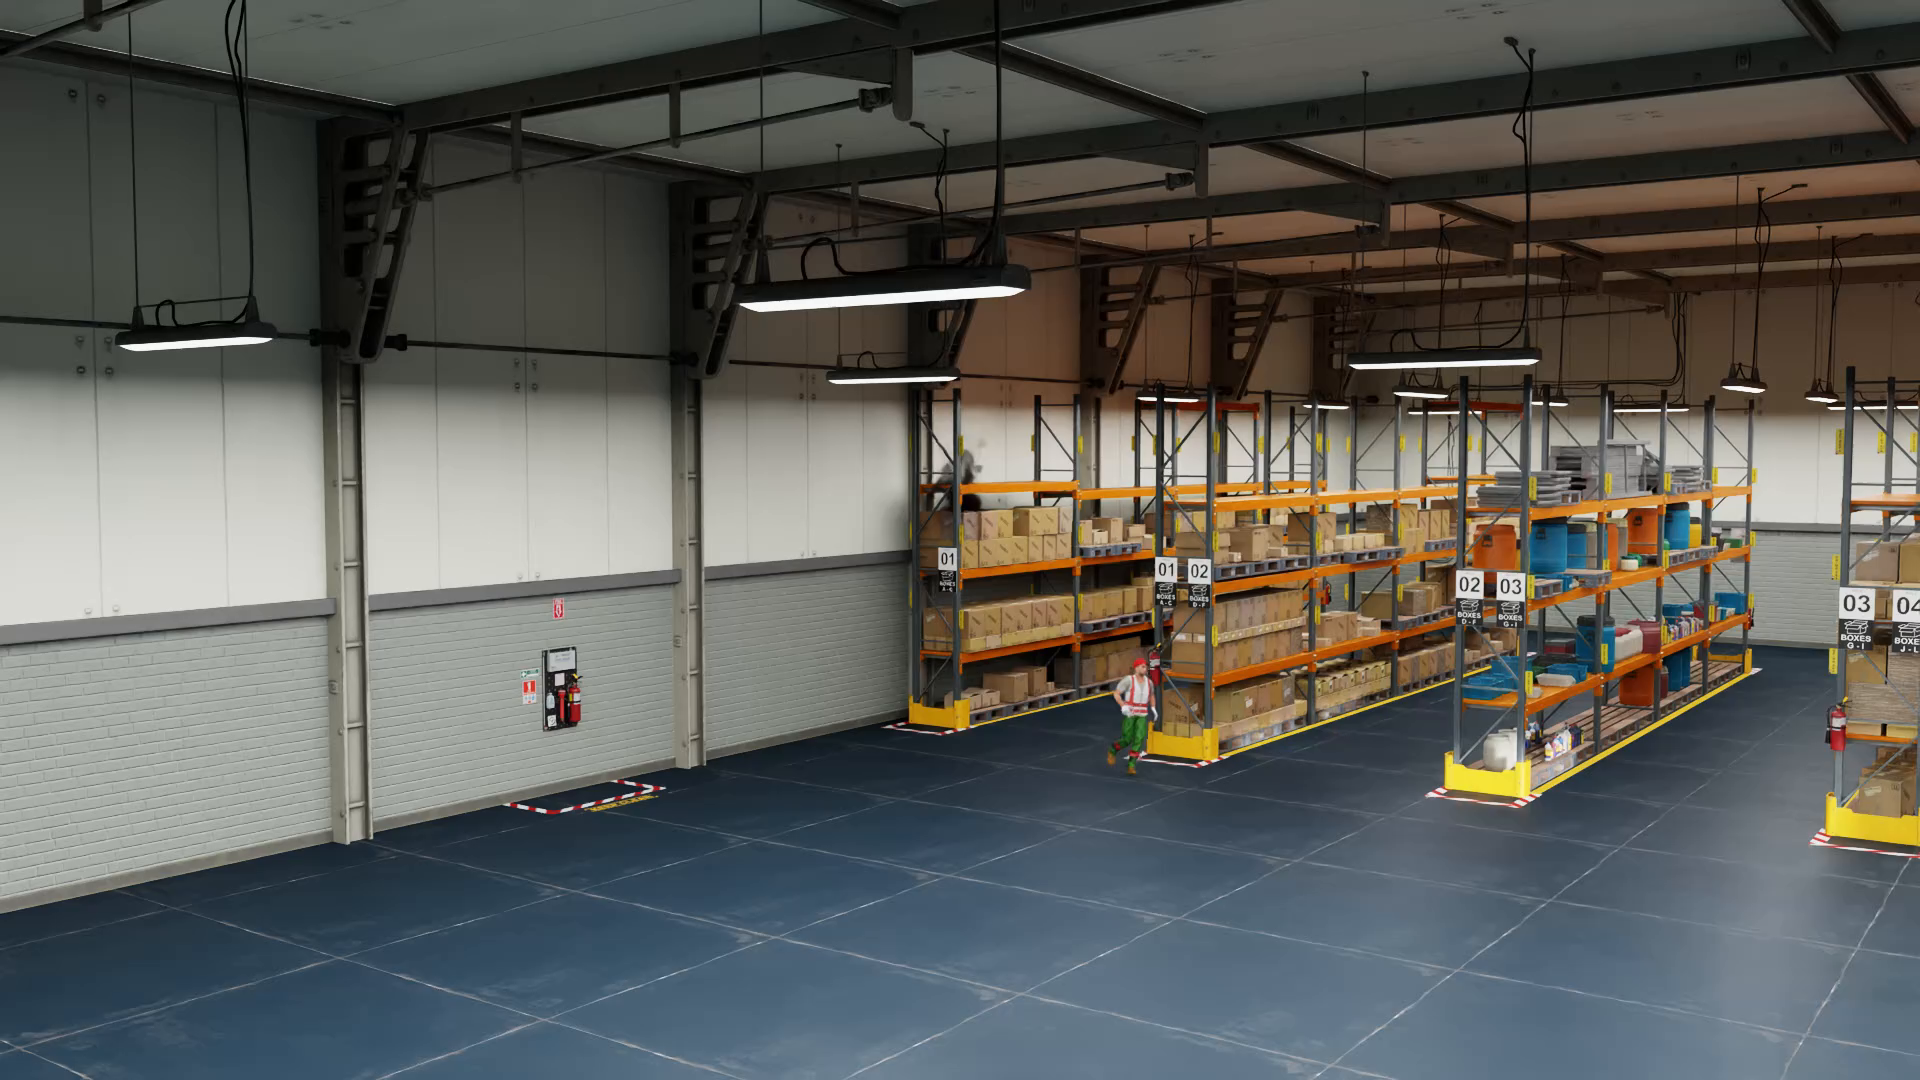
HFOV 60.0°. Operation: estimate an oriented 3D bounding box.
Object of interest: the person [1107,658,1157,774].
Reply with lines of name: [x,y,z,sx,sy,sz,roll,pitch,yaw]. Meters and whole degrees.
person: [2.704,2.678,25.501,0.715,1.742,0.761,-1,4,-23]
